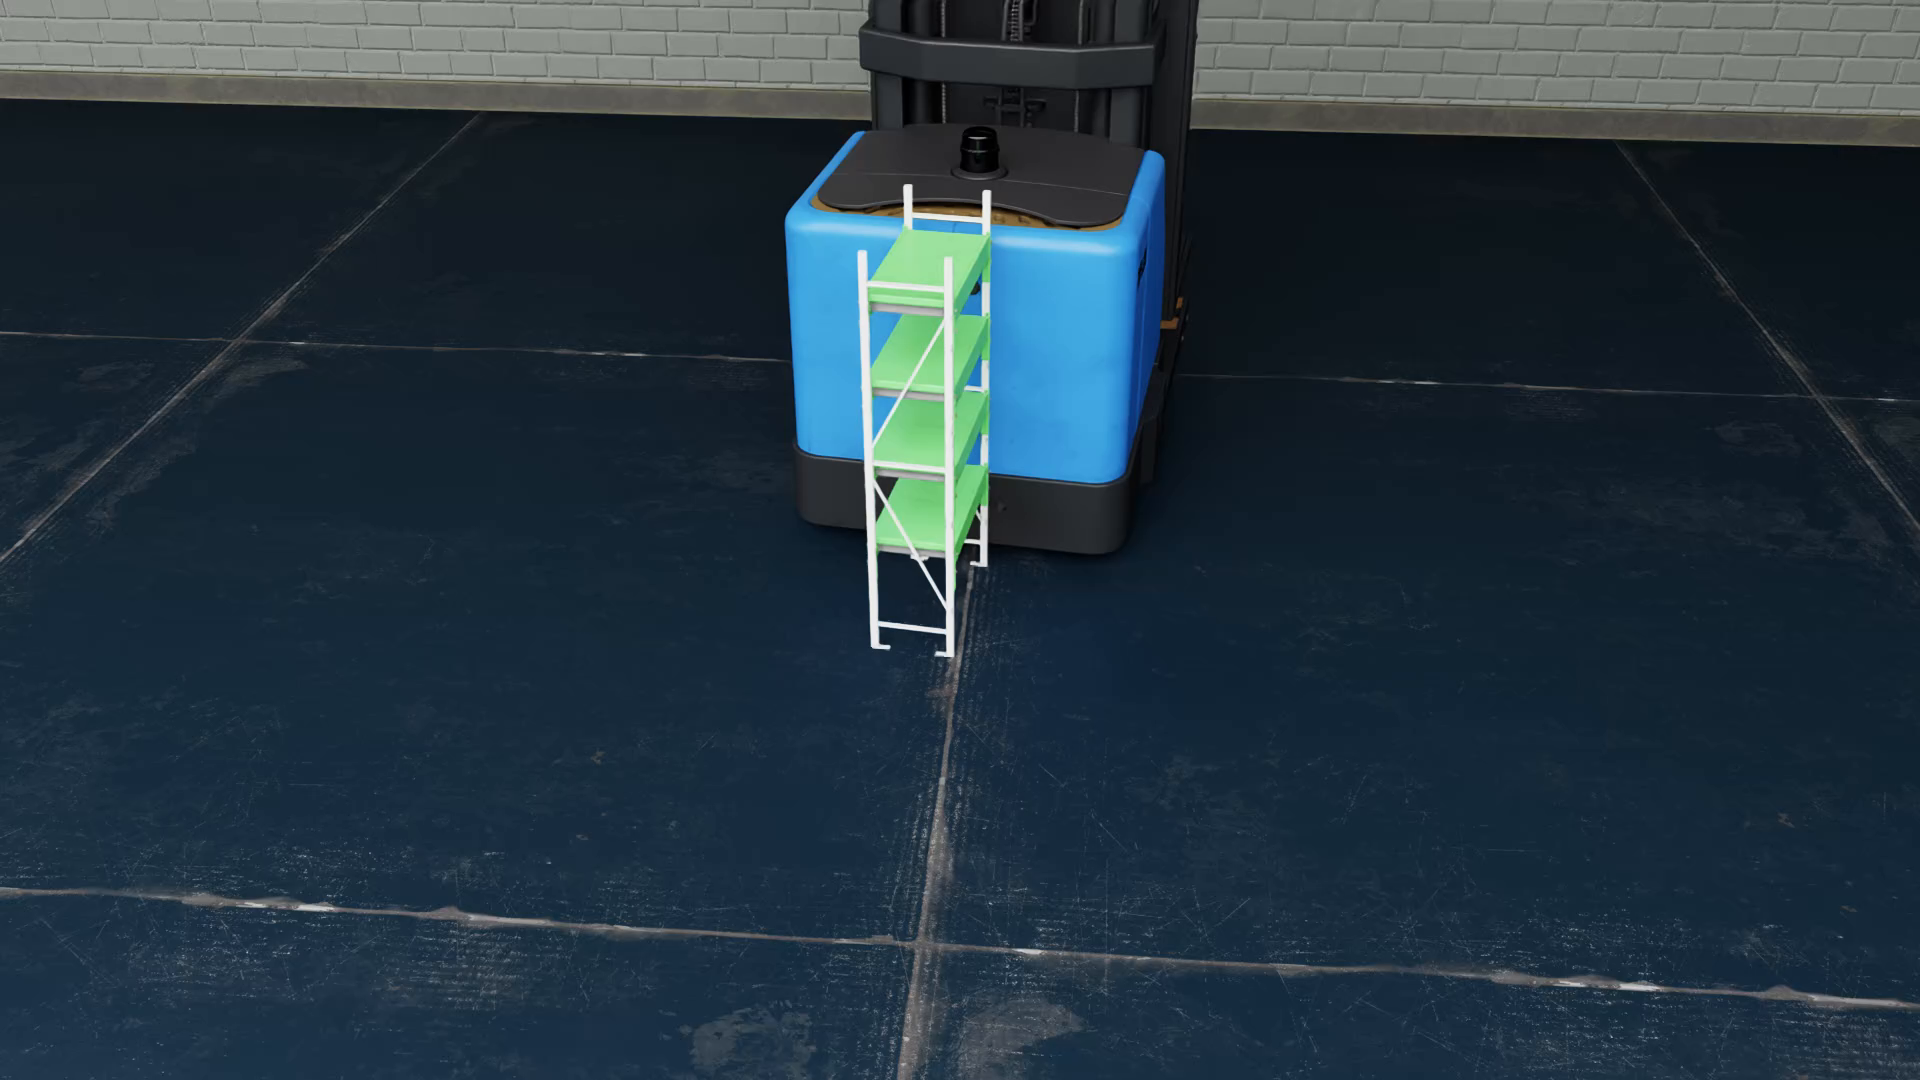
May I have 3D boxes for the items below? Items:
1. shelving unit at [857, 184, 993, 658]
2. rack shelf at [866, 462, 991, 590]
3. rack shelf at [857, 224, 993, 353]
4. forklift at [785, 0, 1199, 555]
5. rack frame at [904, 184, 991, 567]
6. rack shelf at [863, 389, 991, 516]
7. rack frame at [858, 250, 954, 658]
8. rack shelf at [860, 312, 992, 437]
[{"bbox_3d":[-0.085,-0.318,4.623,0.258,1.200,0.503,6,32,10],"label":"shelving unit"},{"bbox_3d":[-0.085,-0.059,4.782,0.258,0.148,0.480,6,32,10],"label":"rack shelf"},{"bbox_3d":[-0.085,-0.672,4.404,0.258,0.148,0.480,6,32,10],"label":"rack shelf"},{"bbox_3d":[0.287,-1.965,5.645,1.130,2.935,3.031,6,32,10],"label":"forklift"},{"bbox_3d":[-0.034,-0.443,4.826,0.240,1.200,0.015,6,32,10],"label":"rack frame"},{"bbox_3d":[-0.085,-0.264,4.656,0.258,0.148,0.480,6,32,10],"label":"rack shelf"},{"bbox_3d":[-0.135,-0.193,4.419,0.240,1.200,0.015,6,32,10],"label":"rack frame"},{"bbox_3d":[-0.085,-0.468,4.530,0.258,0.148,0.480,6,32,10],"label":"rack shelf"}]
